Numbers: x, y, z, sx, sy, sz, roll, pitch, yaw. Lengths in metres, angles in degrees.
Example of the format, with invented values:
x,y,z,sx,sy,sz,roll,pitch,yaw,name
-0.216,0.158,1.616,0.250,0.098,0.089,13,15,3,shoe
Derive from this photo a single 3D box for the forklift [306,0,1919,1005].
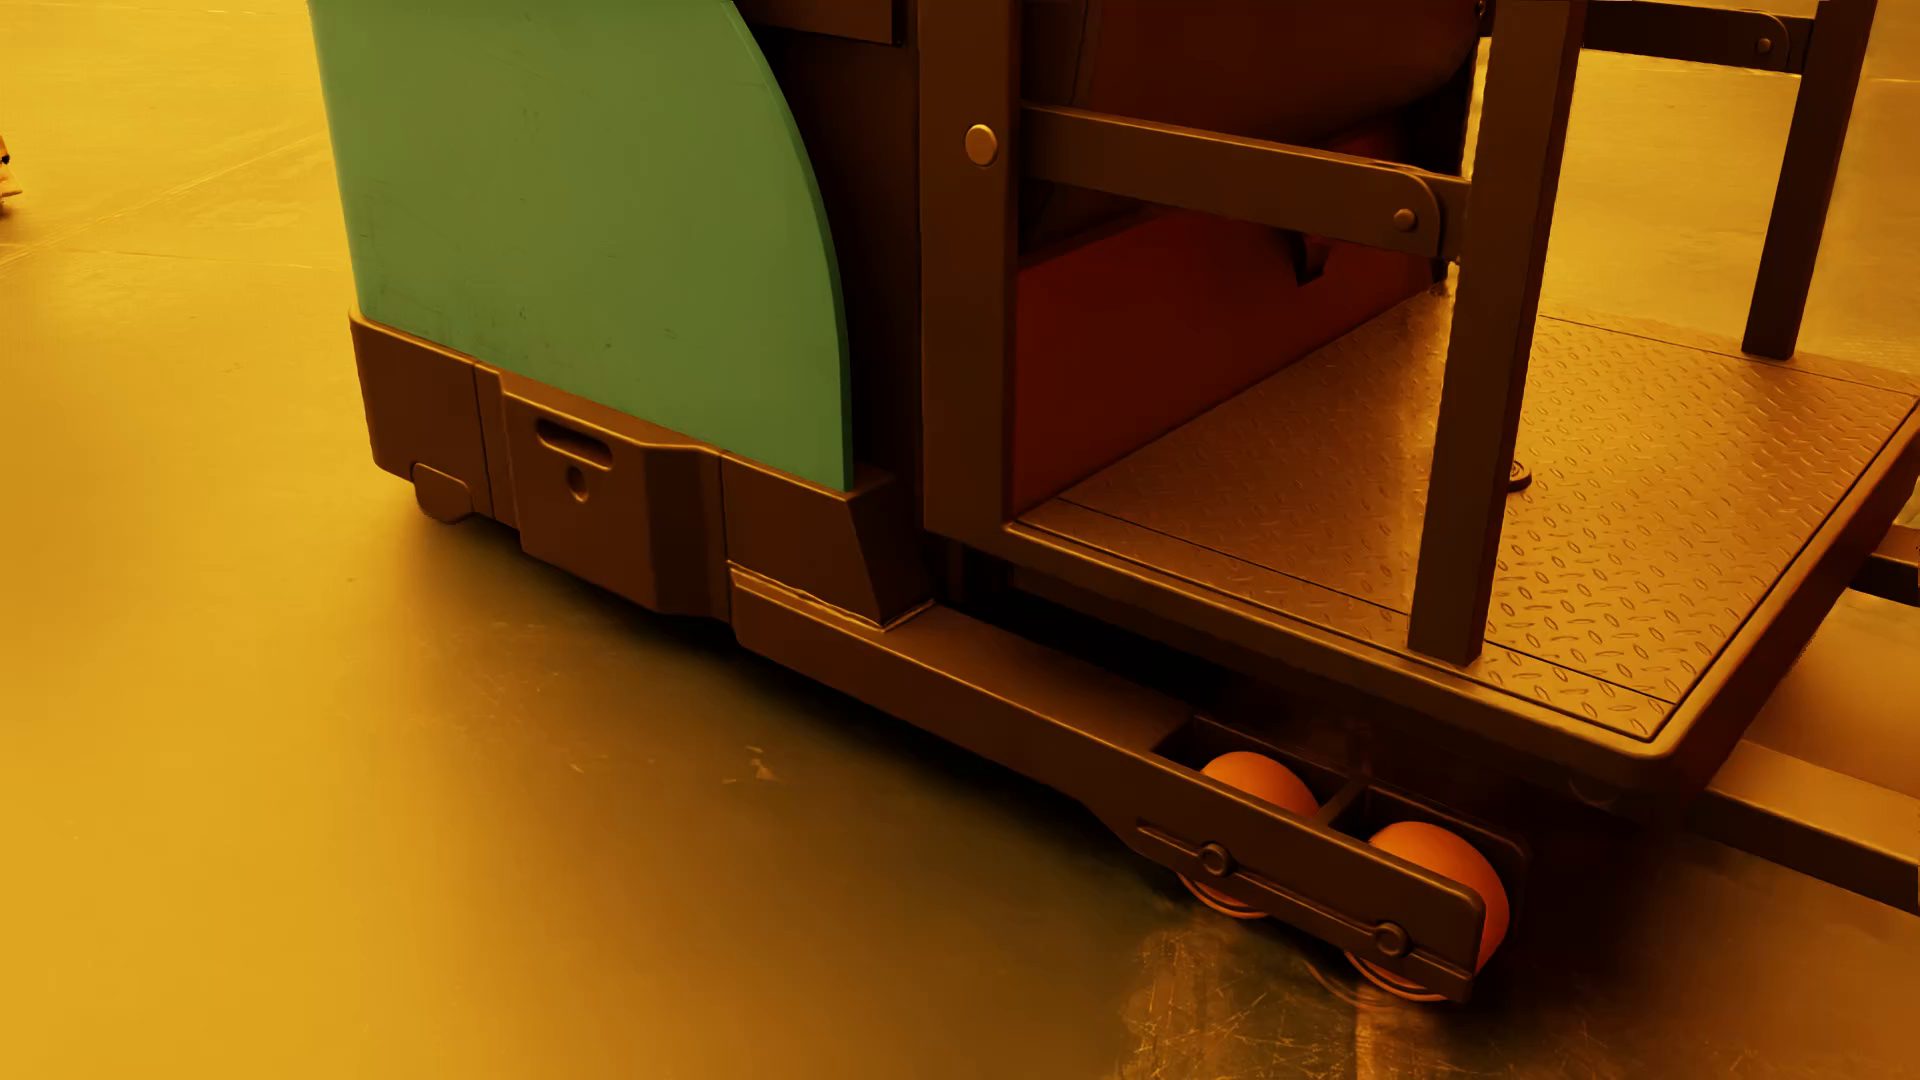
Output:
x,y,z,sx,sy,sz,roll,pitch,yaw,name
0.541,-1.133,1.492,3.031,2.935,1.130,20,33,34,forklift

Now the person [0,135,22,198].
x,y,z,sx,sy,sz,roll,pitch,yaw,name
-2.679,-1.627,3.873,1.022,1.716,0.609,14,30,26,person
